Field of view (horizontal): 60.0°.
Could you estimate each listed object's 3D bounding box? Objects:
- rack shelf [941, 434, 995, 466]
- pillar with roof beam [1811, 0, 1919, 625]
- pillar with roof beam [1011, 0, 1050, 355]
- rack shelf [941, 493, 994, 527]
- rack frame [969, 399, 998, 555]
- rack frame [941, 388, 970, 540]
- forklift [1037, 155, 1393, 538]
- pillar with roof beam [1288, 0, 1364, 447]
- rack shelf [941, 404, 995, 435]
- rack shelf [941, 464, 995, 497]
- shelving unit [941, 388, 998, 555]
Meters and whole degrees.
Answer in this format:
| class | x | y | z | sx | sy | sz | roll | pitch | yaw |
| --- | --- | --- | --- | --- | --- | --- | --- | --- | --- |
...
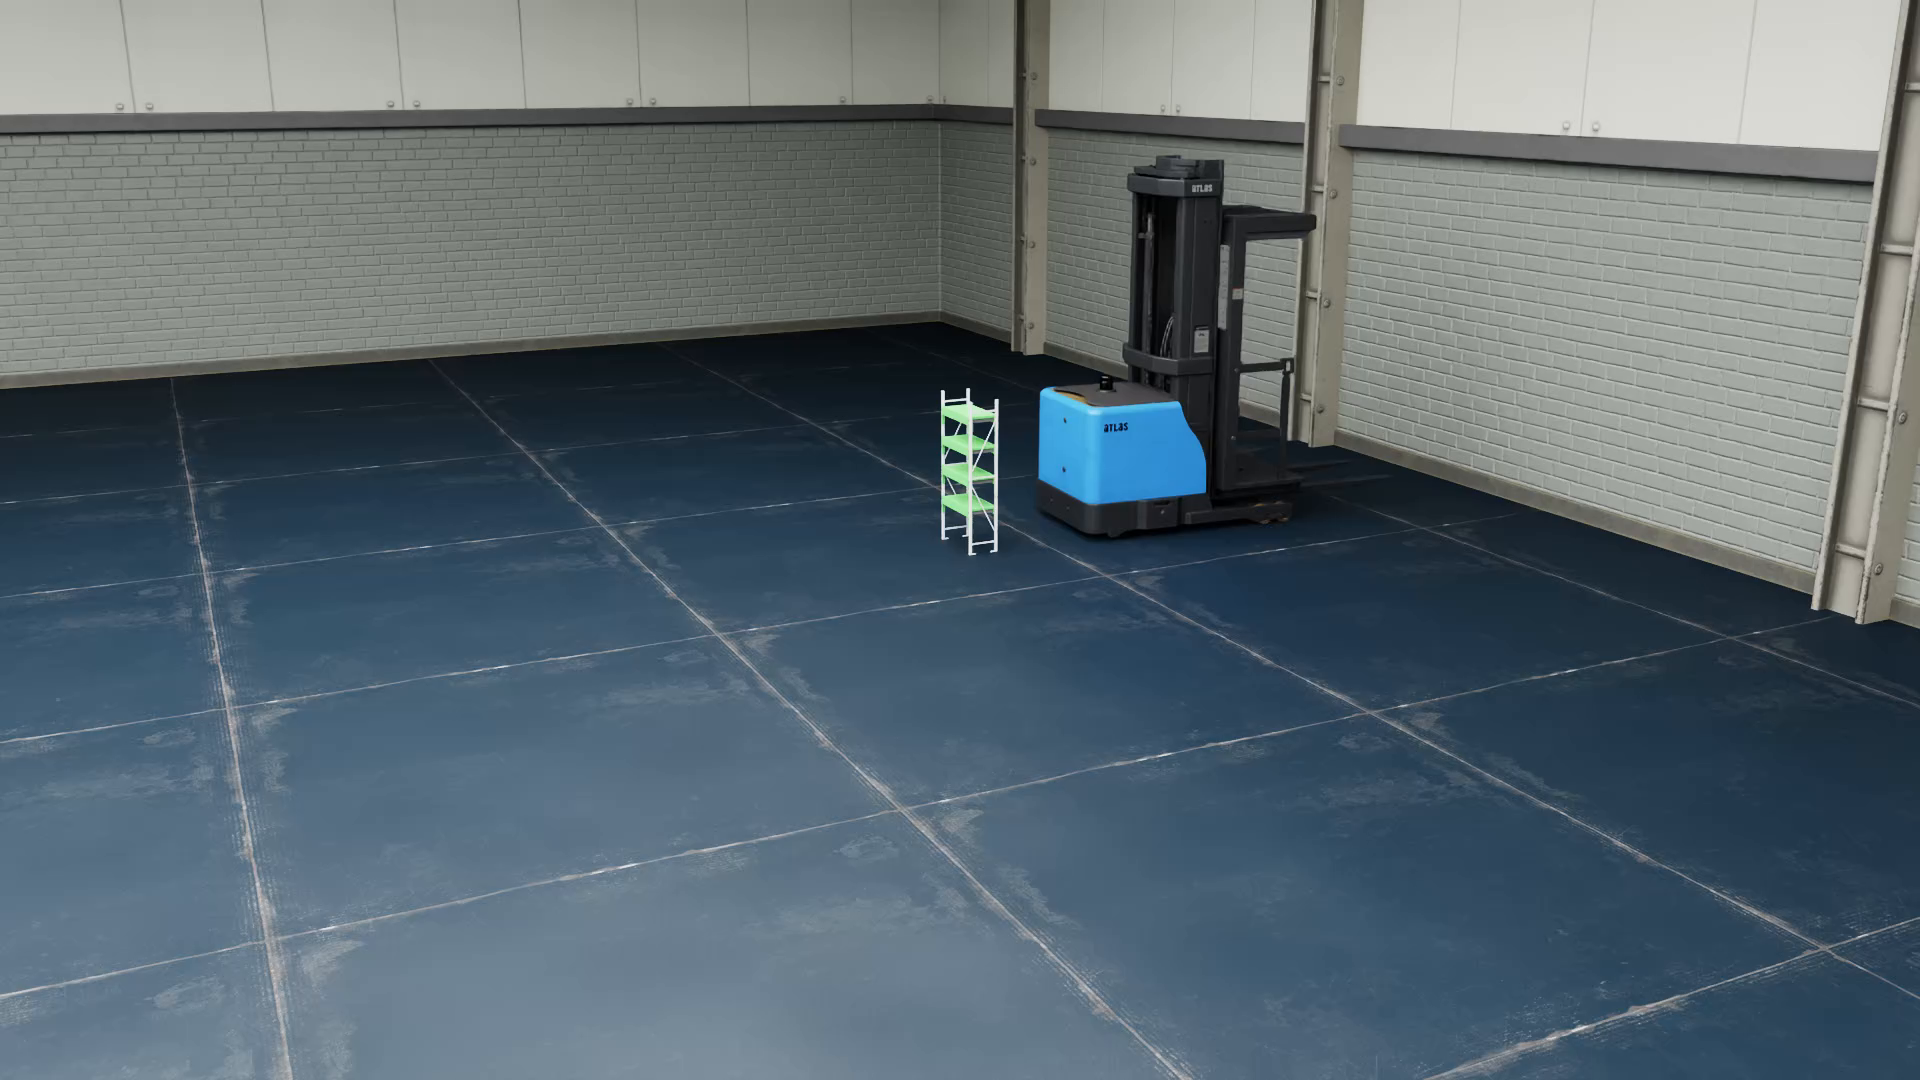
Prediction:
| class | x | y | z | sx | sy | sz | roll | pitch | yaw |
| --- | --- | --- | --- | --- | --- | --- | --- | --- | --- |
| rack shelf | 0.073 | -0.705 | 12.894 | 0.258 | 0.148 | 0.480 | -8 | 18 | -25 |
| pillar with roof beam | 2.285 | -3.300 | 8.436 | 9.100 | 9.000 | 0.400 | -8 | 18 | -25 |
| pillar with roof beam | -2.972 | -6.275 | 18.804 | 9.100 | 9.000 | 0.400 | -8 | 18 | -25 |
| rack shelf | 0.073 | -0.244 | 13.026 | 0.258 | 0.148 | 0.480 | -8 | 18 | -25 |
| rack frame | 0.179 | -0.475 | 12.731 | 0.240 | 1.200 | 0.015 | -8 | 18 | -25 |
| rack frame | -0.034 | -0.596 | 13.153 | 0.240 | 1.200 | 0.015 | -8 | 18 | -25 |
| forklift | 2.213 | -1.669 | 13.752 | 3.031 | 2.935 | 1.130 | -6 | 17 | -21 |
| pillar with roof beam | -0.344 | -4.788 | 13.620 | 9.100 | 9.000 | 0.400 | -8 | 18 | -25 |
| rack shelf | 0.073 | -0.936 | 12.827 | 0.258 | 0.148 | 0.480 | -8 | 18 | -25 |
| rack shelf | 0.073 | -0.474 | 12.960 | 0.258 | 0.148 | 0.480 | -8 | 18 | -25 |
| shelving unit | 0.073 | -0.536 | 12.942 | 0.258 | 1.200 | 0.503 | -8 | 18 | -25 |
